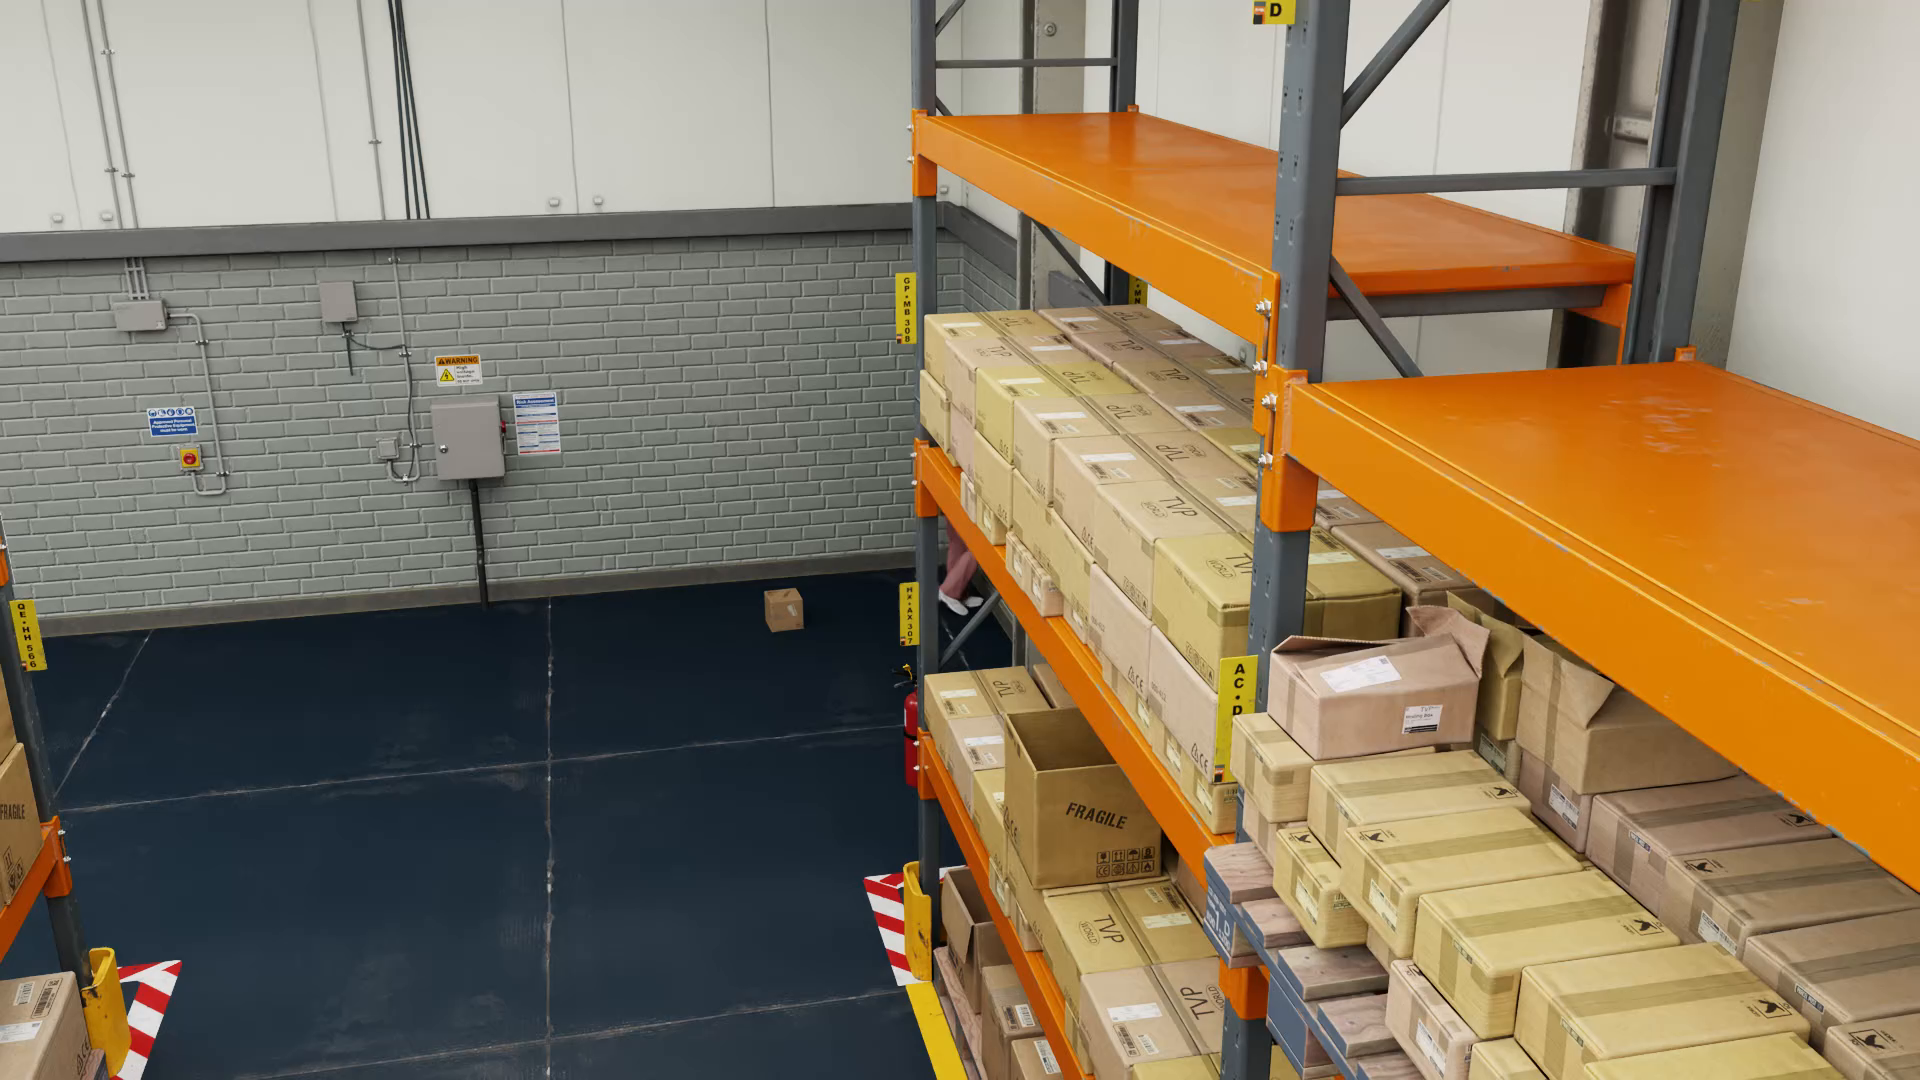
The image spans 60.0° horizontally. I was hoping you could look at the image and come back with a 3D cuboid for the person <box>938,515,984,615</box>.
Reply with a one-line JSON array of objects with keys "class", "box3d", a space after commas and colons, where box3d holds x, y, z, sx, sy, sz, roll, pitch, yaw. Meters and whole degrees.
[{"class": "person", "box3d": [-0.003, -0.250, 13.031, 0.413, 1.682, 0.463, -3, 20, -8]}]
